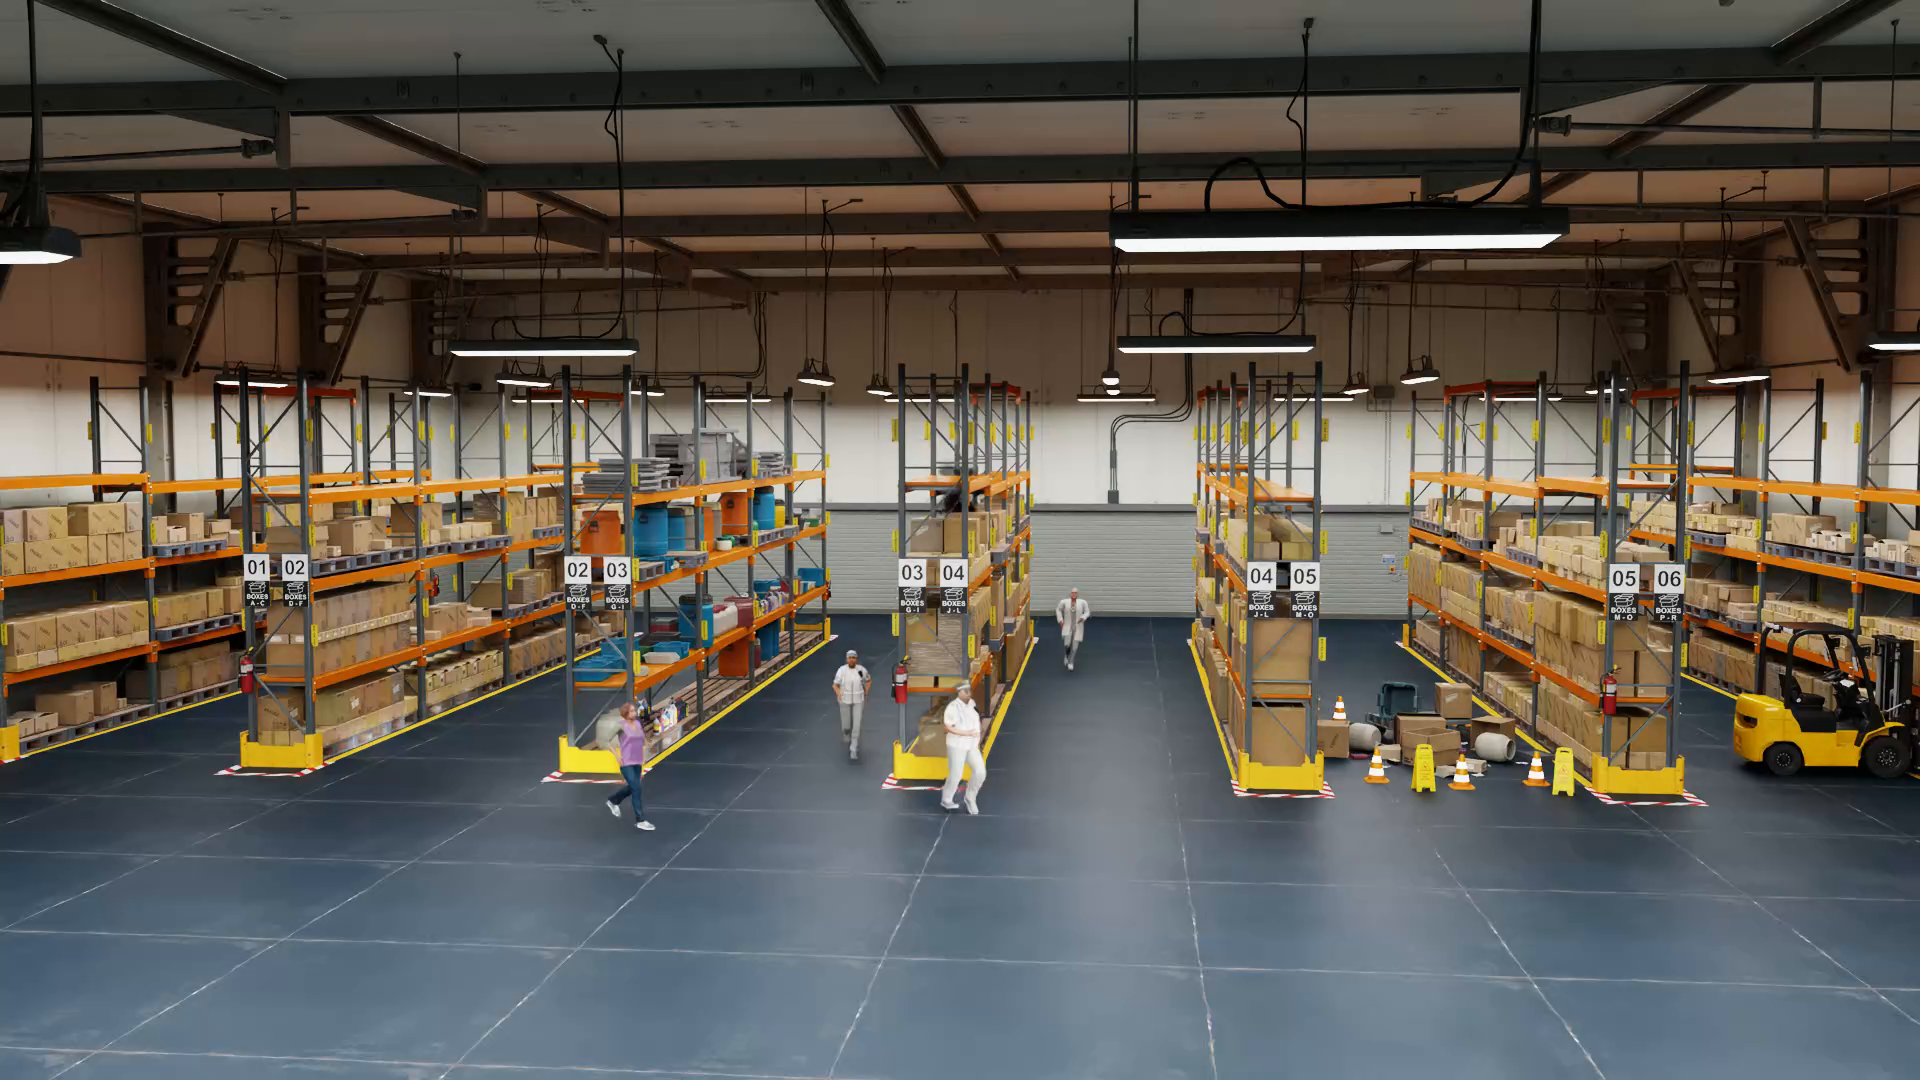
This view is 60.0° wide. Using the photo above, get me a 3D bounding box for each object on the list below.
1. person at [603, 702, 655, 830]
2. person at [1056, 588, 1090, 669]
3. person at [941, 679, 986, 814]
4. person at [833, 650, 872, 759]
[{"bbox_3d":[-4.191,2.840,21.056,0.886,1.579,0.541,2,4,32],"label":"person"},{"bbox_3d":[2.386,1.881,35.125,0.714,1.735,0.618,0,4,2],"label":"person"},{"bbox_3d":[0.071,2.740,21.853,0.688,1.846,0.741,-3,5,-42],"label":"person"},{"bbox_3d":[-1.675,2.537,25.918,0.607,1.655,0.769,0,4,-5],"label":"person"}]
